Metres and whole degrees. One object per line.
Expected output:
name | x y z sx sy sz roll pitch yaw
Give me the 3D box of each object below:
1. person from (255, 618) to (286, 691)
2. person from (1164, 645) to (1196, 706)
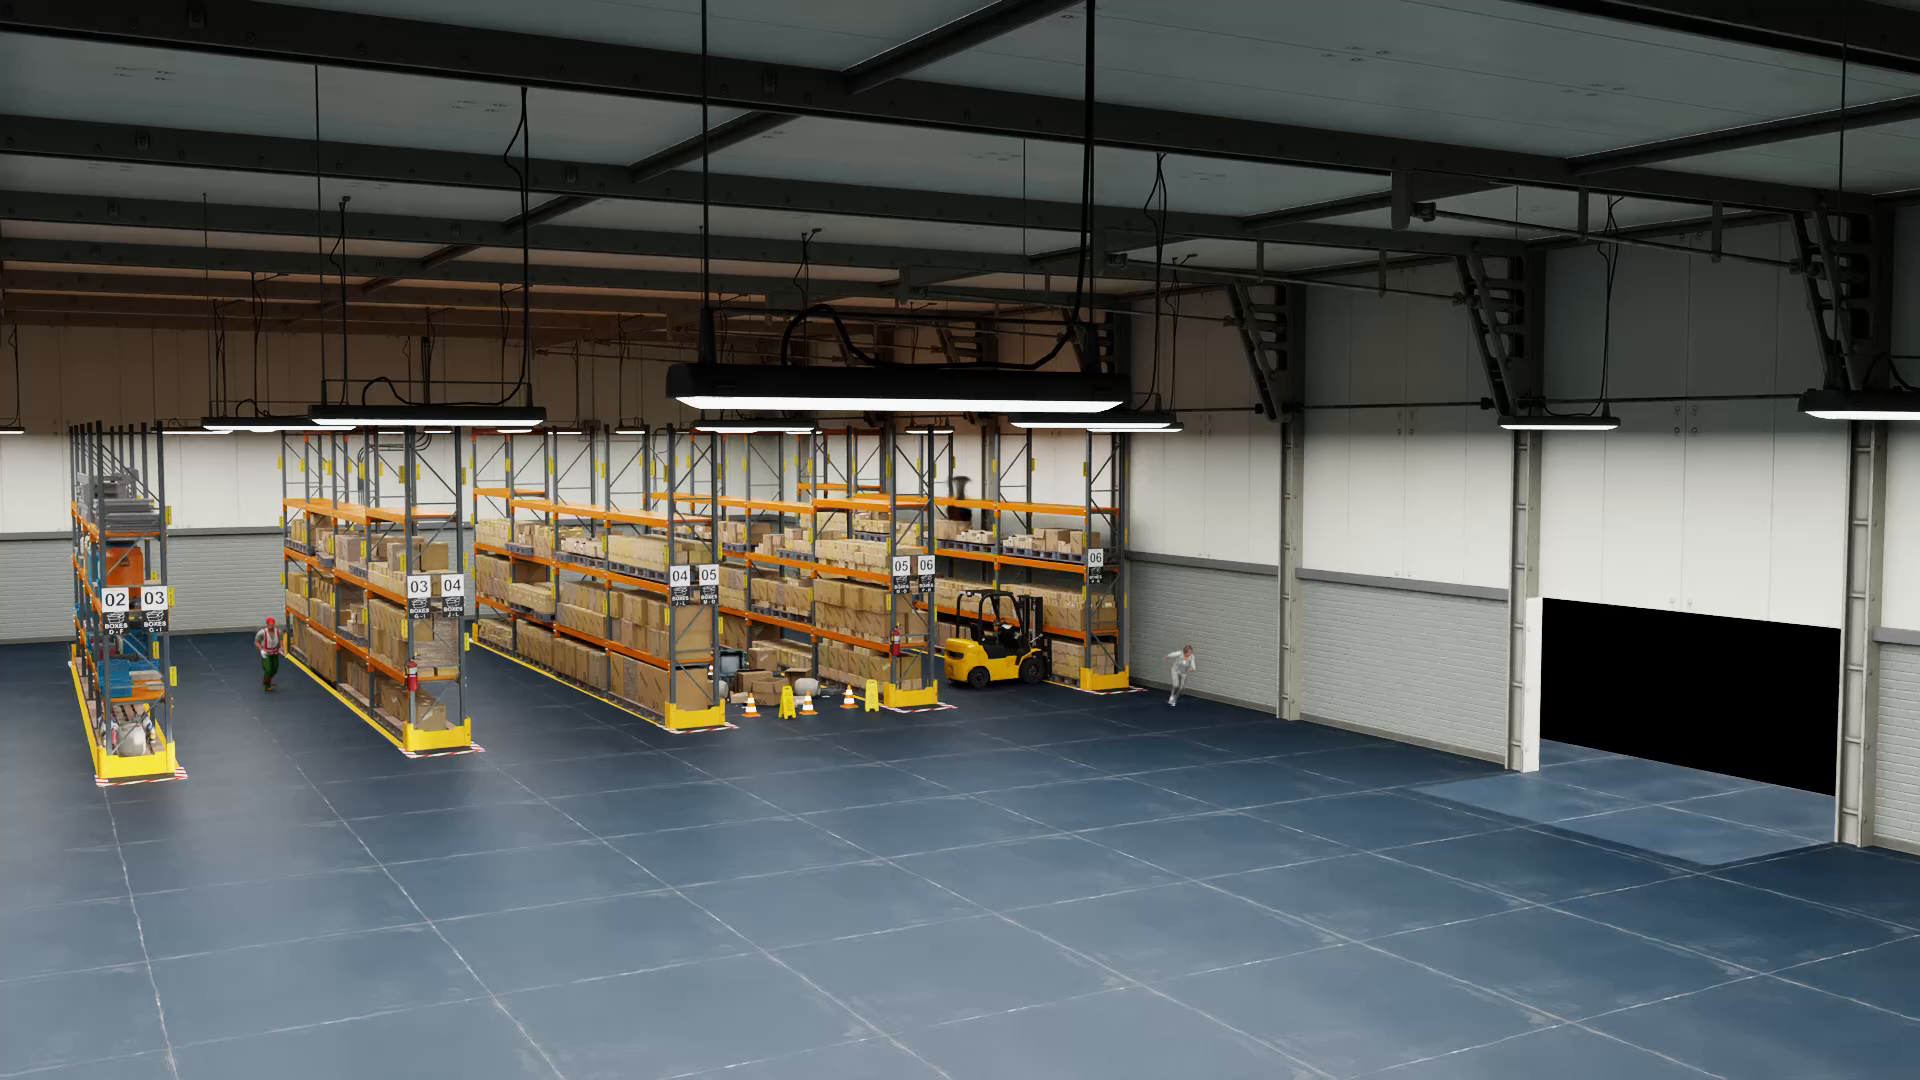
person | -15.586 2.565 37.477 0.870 1.694 0.655 3 5 40
person | 4.677 2.869 35.123 0.531 1.346 0.914 -1 4 -9
